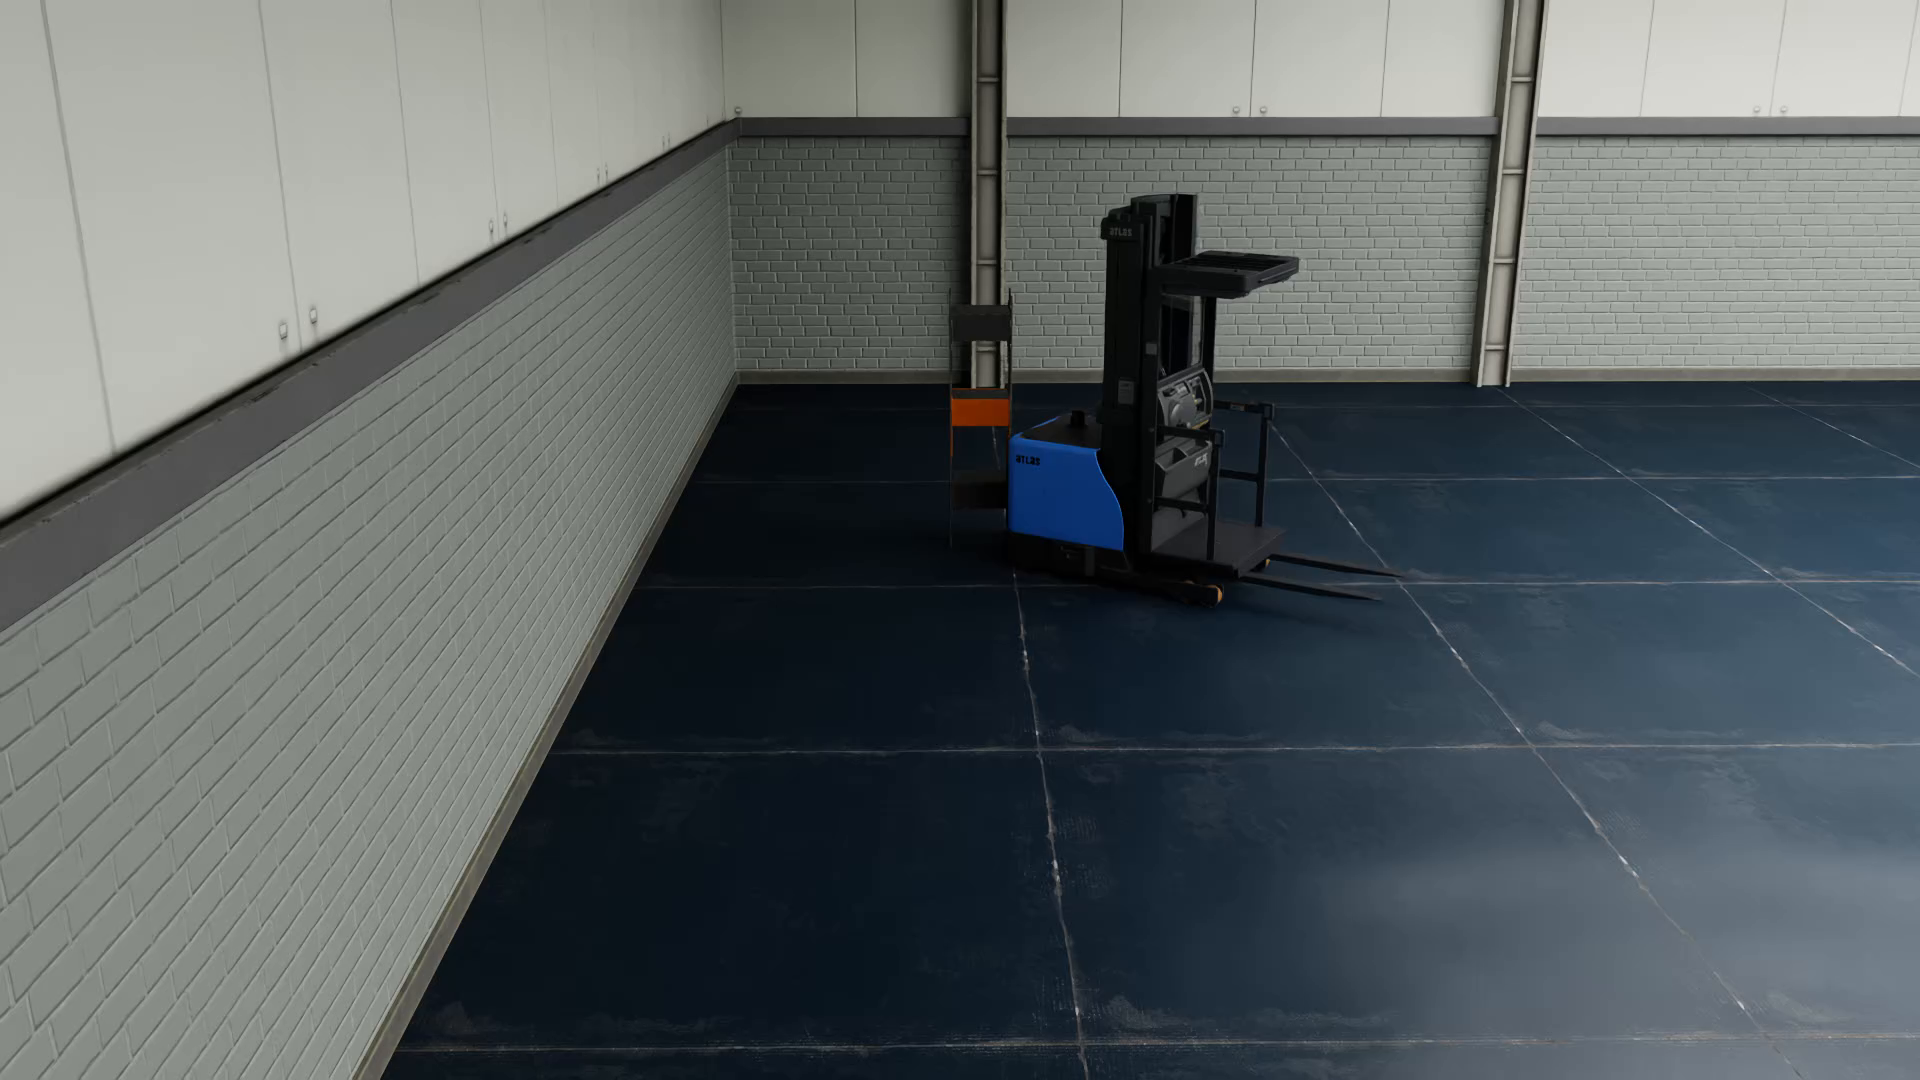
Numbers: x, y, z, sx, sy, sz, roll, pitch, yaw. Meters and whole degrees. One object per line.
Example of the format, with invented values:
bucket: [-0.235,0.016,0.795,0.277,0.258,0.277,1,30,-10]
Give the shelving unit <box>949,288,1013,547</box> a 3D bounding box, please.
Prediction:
shelving unit: [0.166,-1.001,13.729,0.503,2.100,0.431,0,18,-1]

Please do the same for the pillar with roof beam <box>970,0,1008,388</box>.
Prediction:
pillar with roof beam: [0.391,-4.807,14.300,0.400,9.000,9.100,0,18,-1]

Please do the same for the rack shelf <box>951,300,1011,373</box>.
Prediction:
rack shelf: [0.165,-1.654,13.520,0.480,0.518,0.431,0,18,-1]

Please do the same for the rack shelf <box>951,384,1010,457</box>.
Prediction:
rack shelf: [0.166,-0.988,13.733,0.480,0.518,0.431,0,18,-1]

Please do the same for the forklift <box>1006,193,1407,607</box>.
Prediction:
forklift: [1.897,-1.077,12.608,3.031,2.935,1.130,10,20,29]

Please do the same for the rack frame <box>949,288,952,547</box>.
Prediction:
rack frame: [-0.078,-0.999,13.726,0.015,2.100,0.400,0,18,-1]

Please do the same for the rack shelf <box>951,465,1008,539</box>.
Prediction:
rack shelf: [0.166,-0.321,13.947,0.480,0.518,0.431,0,18,-1]

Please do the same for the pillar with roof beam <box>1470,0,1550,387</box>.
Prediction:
pillar with roof beam: [6.390,-4.836,14.390,0.400,9.000,9.100,0,18,-1]

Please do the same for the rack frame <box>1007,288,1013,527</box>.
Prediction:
rack frame: [0.409,-1.002,13.733,0.015,2.100,0.400,0,18,-1]
